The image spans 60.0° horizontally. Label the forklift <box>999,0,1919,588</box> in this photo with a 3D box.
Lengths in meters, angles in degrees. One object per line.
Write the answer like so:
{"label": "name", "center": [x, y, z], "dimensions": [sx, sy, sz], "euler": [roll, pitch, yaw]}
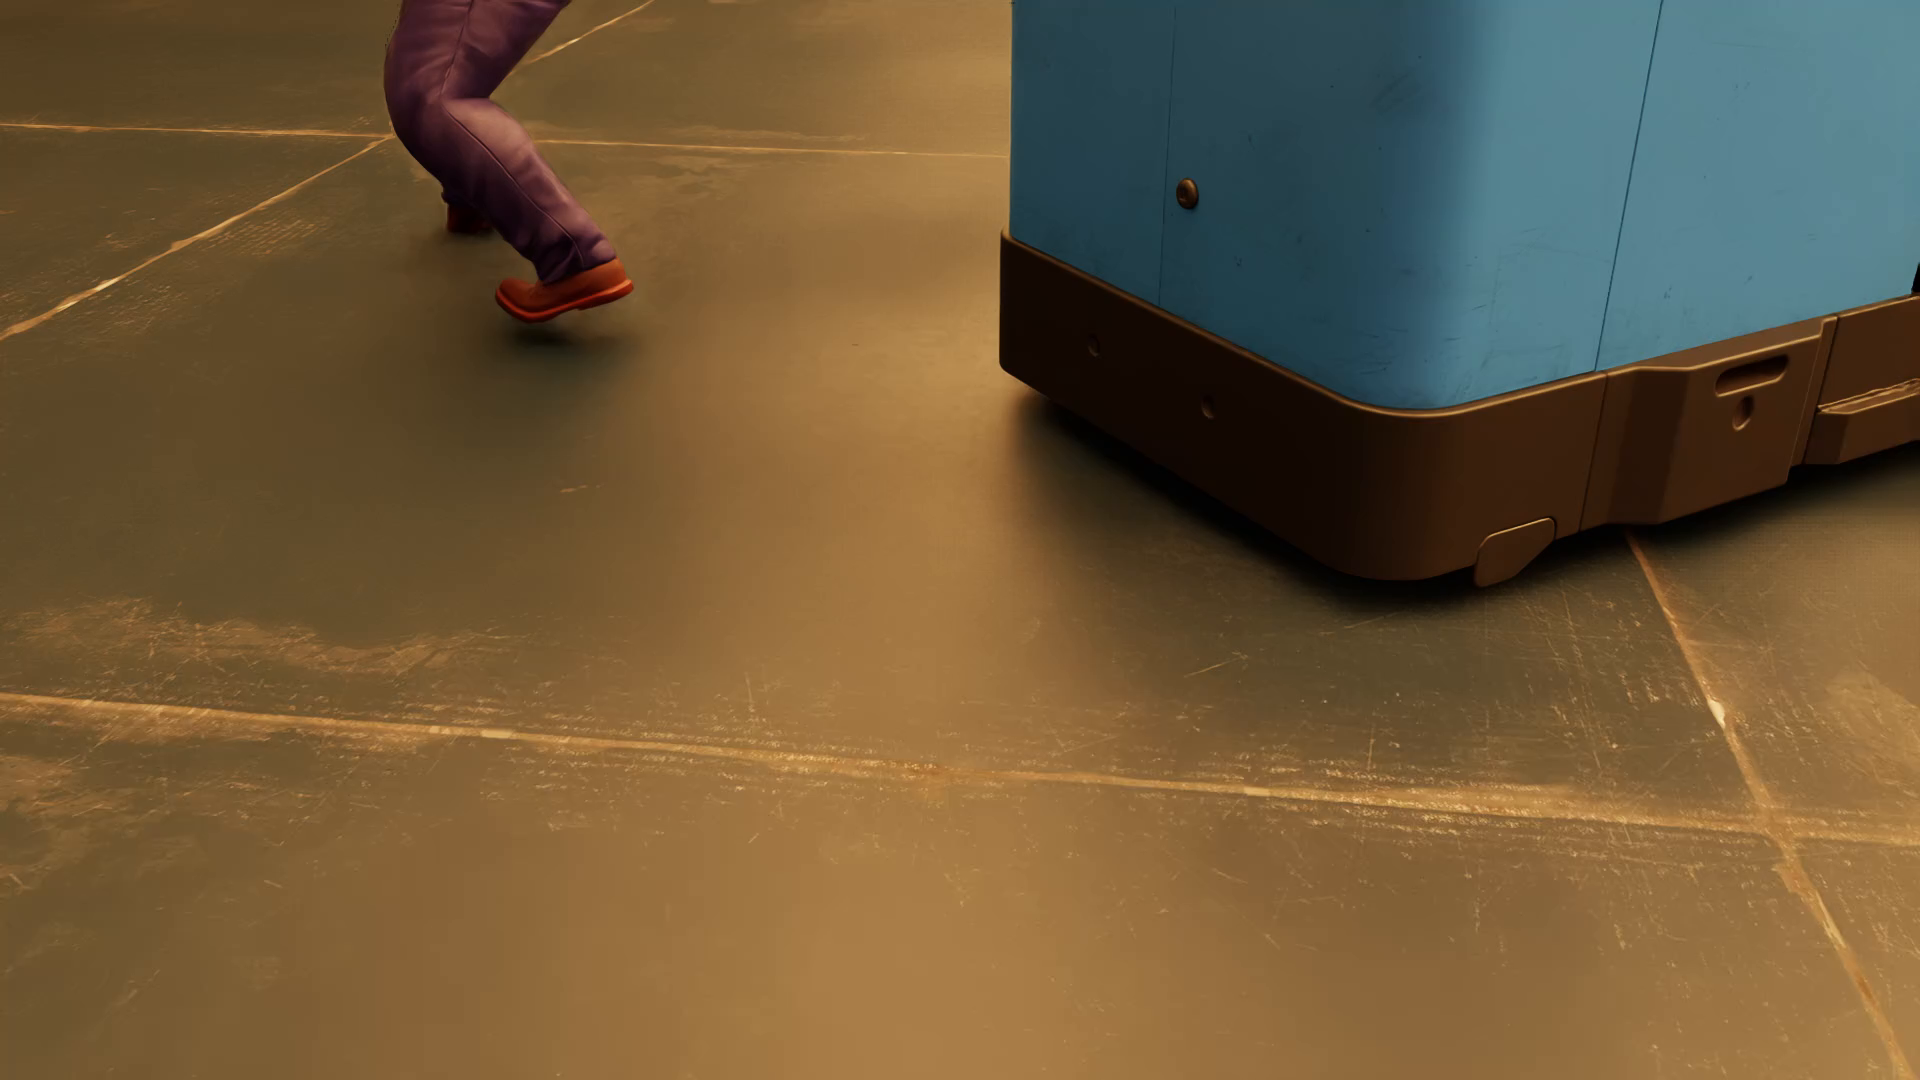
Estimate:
{"label": "forklift", "center": [1.609, -1.709, 2.643], "dimensions": [3.031, 2.935, 1.130], "euler": [-14, 30, -26]}

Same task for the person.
{"label": "person", "center": [-0.976, -1.178, 3.360], "dimensions": [0.528, 1.585, 1.036], "euler": [-5, 27, -10]}
